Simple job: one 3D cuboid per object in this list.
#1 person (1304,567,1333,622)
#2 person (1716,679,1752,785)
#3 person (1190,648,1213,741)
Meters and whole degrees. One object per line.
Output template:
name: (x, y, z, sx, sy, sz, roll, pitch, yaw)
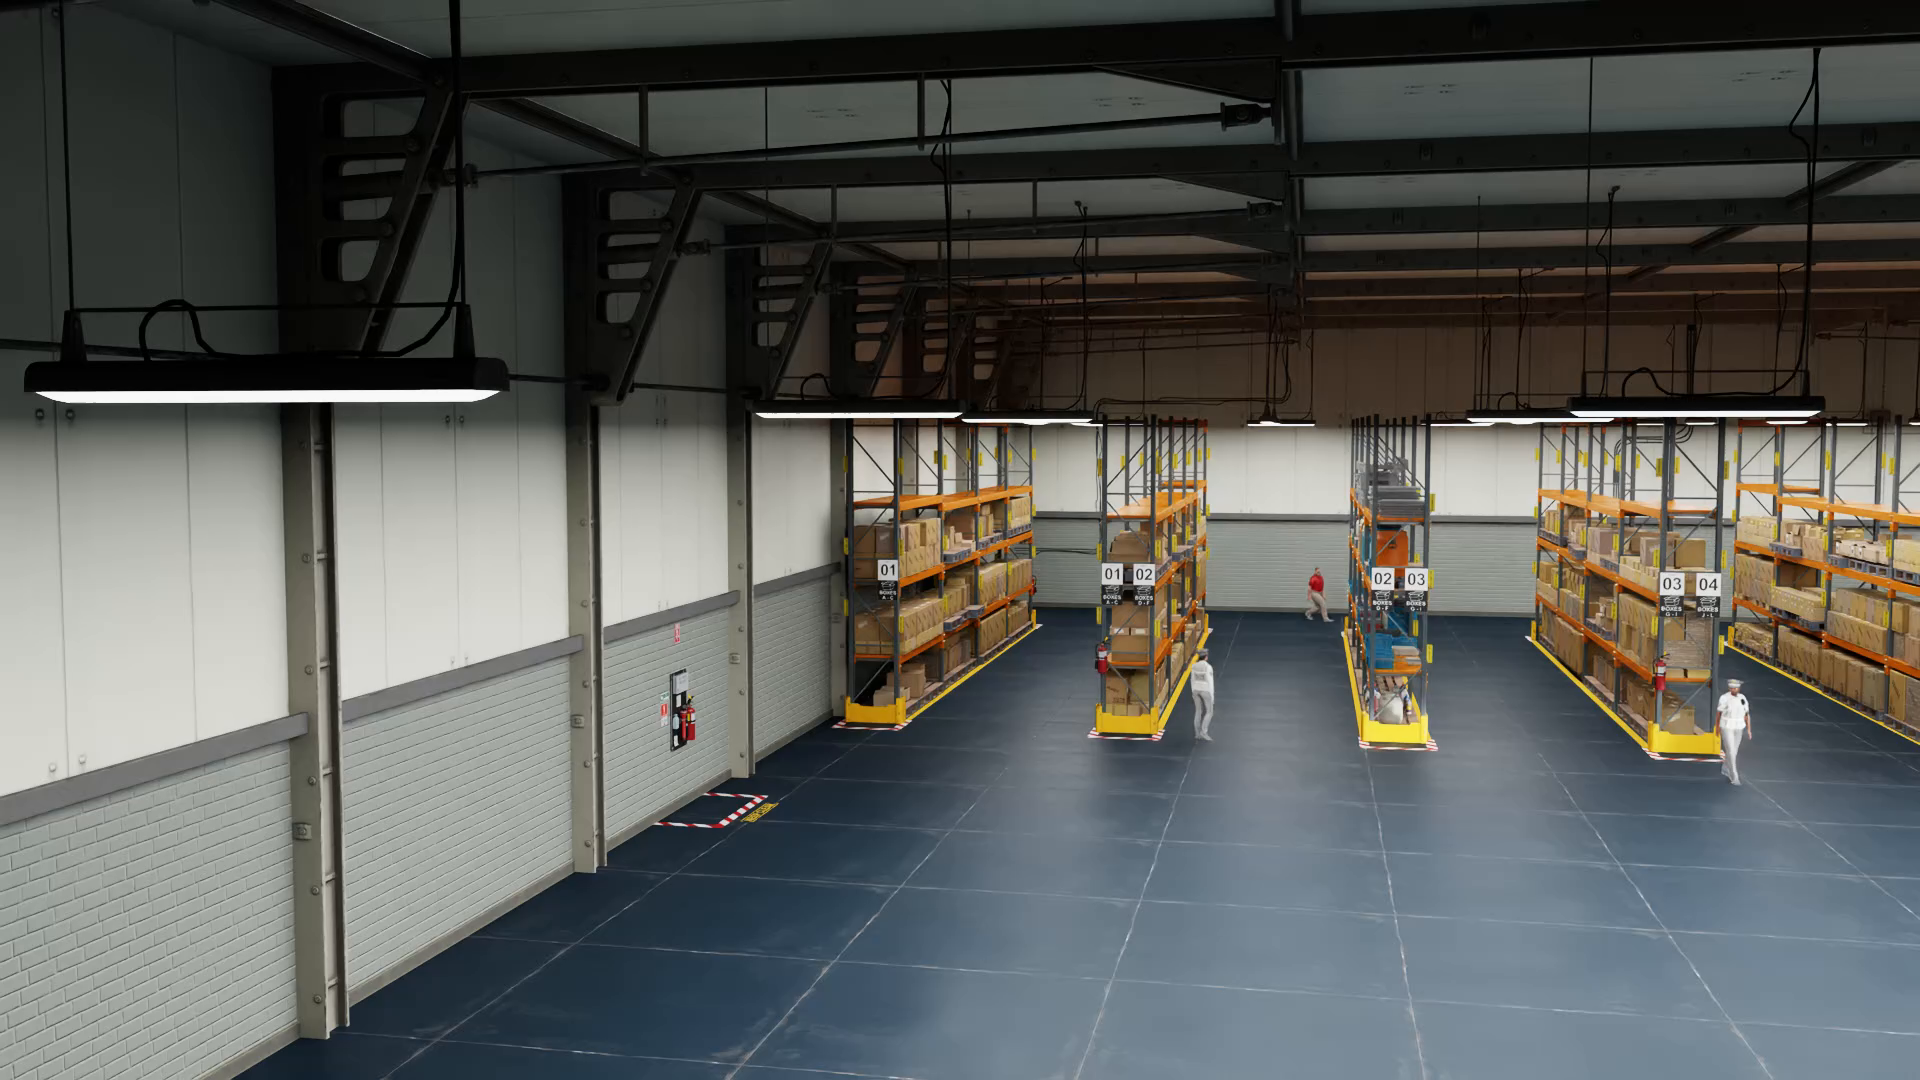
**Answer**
person: (10.680, 1.617, 49.521, 1.087, 1.611, 0.523, 4, 5, 43)
person: (12.583, 3.114, 27.062, 0.471, 1.731, 0.666, 0, 4, -6)
person: (4.468, 2.862, 30.739, 0.398, 1.707, 0.549, -4, 5, -43)
